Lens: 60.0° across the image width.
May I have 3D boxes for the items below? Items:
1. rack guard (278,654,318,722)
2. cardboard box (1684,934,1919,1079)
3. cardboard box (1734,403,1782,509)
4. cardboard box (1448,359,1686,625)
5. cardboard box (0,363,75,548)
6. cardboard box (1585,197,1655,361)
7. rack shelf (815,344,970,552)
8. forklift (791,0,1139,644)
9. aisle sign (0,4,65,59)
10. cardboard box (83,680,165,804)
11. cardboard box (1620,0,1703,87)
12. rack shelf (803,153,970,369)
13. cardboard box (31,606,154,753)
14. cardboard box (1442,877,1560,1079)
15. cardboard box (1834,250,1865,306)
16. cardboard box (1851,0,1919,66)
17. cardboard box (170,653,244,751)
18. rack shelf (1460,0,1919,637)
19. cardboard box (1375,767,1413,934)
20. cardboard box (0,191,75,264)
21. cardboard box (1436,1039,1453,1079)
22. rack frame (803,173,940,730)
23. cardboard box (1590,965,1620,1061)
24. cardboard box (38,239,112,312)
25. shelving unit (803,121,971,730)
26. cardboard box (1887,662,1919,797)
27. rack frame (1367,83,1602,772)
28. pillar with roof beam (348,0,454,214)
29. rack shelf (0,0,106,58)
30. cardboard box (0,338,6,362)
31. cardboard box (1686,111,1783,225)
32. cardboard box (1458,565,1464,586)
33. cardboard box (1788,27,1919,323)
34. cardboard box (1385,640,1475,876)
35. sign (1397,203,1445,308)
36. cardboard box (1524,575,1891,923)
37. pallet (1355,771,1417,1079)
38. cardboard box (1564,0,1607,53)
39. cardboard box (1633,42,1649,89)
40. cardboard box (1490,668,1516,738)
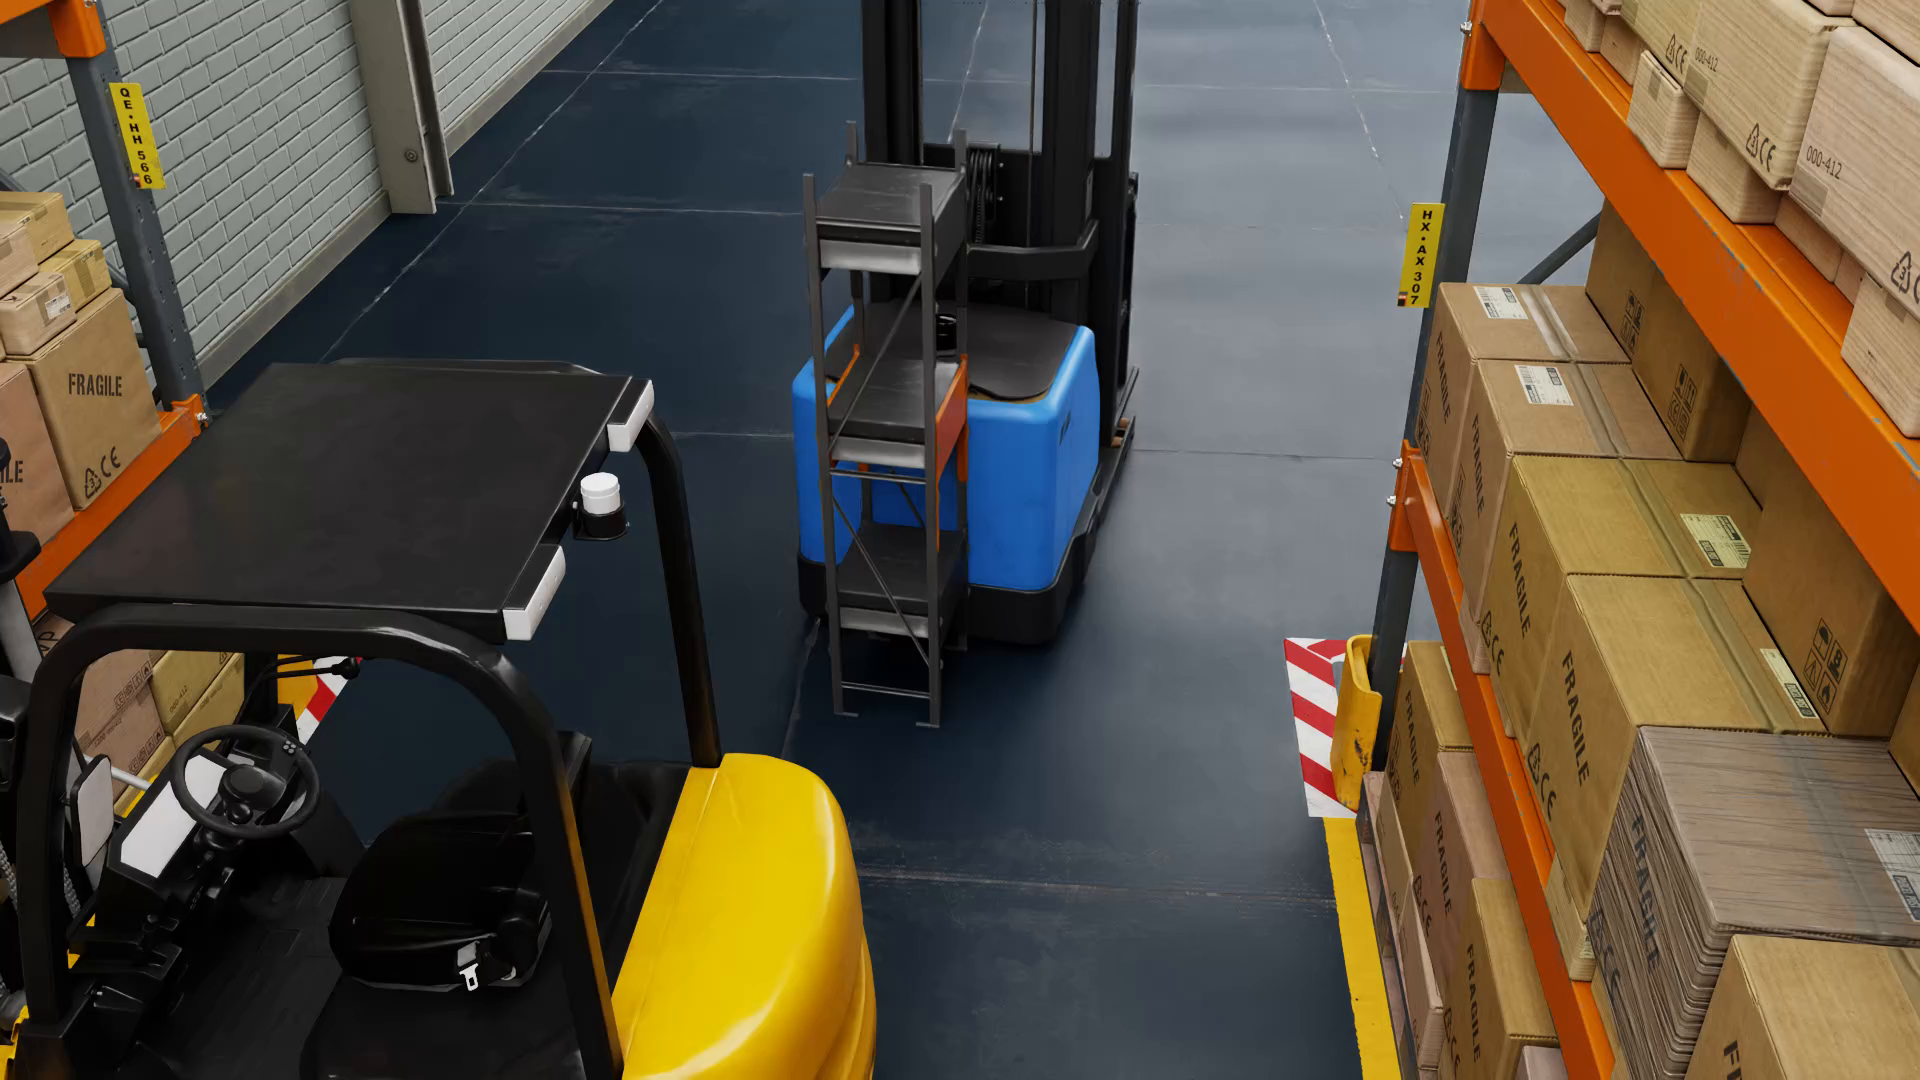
[{"bbox_3d":[-3.036,0.391,6.139,1.175,0.500,0.348,2,32,4],"label":"rack guard"},{"bbox_3d":[1.408,0.959,2.455,0.500,0.500,0.500,3,32,6],"label":"cardboard box"},{"bbox_3d":[2.098,-0.233,3.438,0.700,0.500,0.500,2,32,3],"label":"cardboard box"},{"bbox_3d":[1.556,-0.113,4.195,0.500,0.500,0.500,3,32,5],"label":"cardboard box"},{"bbox_3d":[-2.867,-0.164,4.561,0.500,0.500,0.500,3,32,6],"label":"cardboard box"},{"bbox_3d":[2.086,-0.769,4.307,0.700,0.500,0.500,2,32,3],"label":"cardboard box"},{"bbox_3d":[-0.224,-0.328,5.795,0.431,0.518,0.480,7,34,10],"label":"rack shelf"},{"bbox_3d":[0.213,-1.606,7.063,1.130,2.935,3.031,8,32,12],"label":"forklift"},{"bbox_3d":[-2.739,-1.789,4.816,0.394,0.787,0.004,2,32,4],"label":"aisle sign"},{"bbox_3d":[-2.817,0.648,5.083,0.500,0.250,0.500,2,32,4],"label":"cardboard box"},{"bbox_3d":[1.535,-1.004,3.021,0.500,0.250,0.500,3,32,5],"label":"cardboard box"},{"bbox_3d":[-0.228,-0.915,5.414,0.431,0.518,0.480,7,34,10],"label":"rack shelf"},{"bbox_3d":[-2.800,0.427,4.966,0.500,0.250,0.500,3,32,5],"label":"cardboard box"},{"bbox_3d":[1.480,1.180,3.982,0.500,0.500,0.500,3,32,5],"label":"cardboard box"},{"bbox_3d":[1.509,-0.376,2.382,0.380,0.149,0.250,3,32,5],"label":"cardboard box"},{"bbox_3d":[1.431,-0.725,2.187,0.380,0.149,0.250,3,32,5],"label":"cardboard box"},{"bbox_3d":[-2.761,0.590,5.653,0.500,0.250,0.500,3,32,4],"label":"cardboard box"},{"bbox_3d":[1.747,-0.375,2.827,1.077,0.370,4.000,2,32,4],"label":"rack shelf"},{"bbox_3d":[1.569,0.951,5.068,0.500,0.250,0.500,2,32,4],"label":"cardboard box"},{"bbox_3d":[-2.857,-0.910,4.870,0.380,0.149,0.250,3,32,4],"label":"cardboard box"},{"bbox_3d":[1.488,1.504,4.171,0.500,0.250,0.500,5,32,7],"label":"cardboard box"},{"bbox_3d":[-0.276,-0.209,5.588,0.400,2.100,0.015,7,34,10],"label":"rack frame"},{"bbox_3d":[1.437,0.903,3.165,0.380,0.149,0.250,2,32,3],"label":"cardboard box"},{"bbox_3d":[-2.786,-0.786,4.953,0.380,0.149,0.250,3,32,5],"label":"cardboard box"},{"bbox_3d":[-0.224,-0.339,5.788,0.431,2.100,0.503,7,34,10],"label":"shelving unit"},{"bbox_3d":[1.968,0.298,2.576,0.700,0.500,0.500,2,32,3],"label":"cardboard box"},{"bbox_3d":[1.910,-0.450,5.122,1.000,3.000,0.127,2,32,4],"label":"rack frame"},{"bbox_3d":[0.787,-5.842,8.153,9.100,9.000,0.400,2,32,4],"label":"pillar with roof beam"},{"bbox_3d":[-3.200,-0.585,3.168,1.077,0.370,4.000,2,32,4],"label":"rack shelf"},{"bbox_3d":[-2.860,-0.518,4.518,0.380,0.149,0.250,3,32,5],"label":"cardboard box"},{"bbox_3d":[1.477,-0.646,2.819,0.380,0.149,0.250,2,32,3],"label":"cardboard box"},{"bbox_3d":[1.567,0.093,4.479,0.380,0.149,0.250,1,32,2],"label":"cardboard box"},{"bbox_3d":[1.448,-0.471,2.156,0.500,0.250,0.500,2,32,3],"label":"cardboard box"},{"bbox_3d":[1.567,0.645,4.851,0.500,0.500,0.500,1,32,2],"label":"cardboard box"},{"bbox_3d":[1.369,-0.842,4.932,0.100,0.325,0.005,2,32,4],"label":"sign"},{"bbox_3d":[1.482,0.420,3.331,0.500,0.500,0.500,2,32,3],"label":"cardboard box"},{"bbox_3d":[1.802,1.200,5.102,1.003,0.211,1.213,2,32,4],"label":"pallet"},{"bbox_3d":[1.572,-1.183,3.690,0.380,0.149,0.250,3,32,5],"label":"cardboard box"},{"bbox_3d":[1.558,-0.913,3.253,0.380,0.149,0.250,2,32,2],"label":"cardboard box"},{"bbox_3d":[1.513,0.361,4.045,0.380,0.149,0.250,3,32,5],"label":"cardboard box"}]
